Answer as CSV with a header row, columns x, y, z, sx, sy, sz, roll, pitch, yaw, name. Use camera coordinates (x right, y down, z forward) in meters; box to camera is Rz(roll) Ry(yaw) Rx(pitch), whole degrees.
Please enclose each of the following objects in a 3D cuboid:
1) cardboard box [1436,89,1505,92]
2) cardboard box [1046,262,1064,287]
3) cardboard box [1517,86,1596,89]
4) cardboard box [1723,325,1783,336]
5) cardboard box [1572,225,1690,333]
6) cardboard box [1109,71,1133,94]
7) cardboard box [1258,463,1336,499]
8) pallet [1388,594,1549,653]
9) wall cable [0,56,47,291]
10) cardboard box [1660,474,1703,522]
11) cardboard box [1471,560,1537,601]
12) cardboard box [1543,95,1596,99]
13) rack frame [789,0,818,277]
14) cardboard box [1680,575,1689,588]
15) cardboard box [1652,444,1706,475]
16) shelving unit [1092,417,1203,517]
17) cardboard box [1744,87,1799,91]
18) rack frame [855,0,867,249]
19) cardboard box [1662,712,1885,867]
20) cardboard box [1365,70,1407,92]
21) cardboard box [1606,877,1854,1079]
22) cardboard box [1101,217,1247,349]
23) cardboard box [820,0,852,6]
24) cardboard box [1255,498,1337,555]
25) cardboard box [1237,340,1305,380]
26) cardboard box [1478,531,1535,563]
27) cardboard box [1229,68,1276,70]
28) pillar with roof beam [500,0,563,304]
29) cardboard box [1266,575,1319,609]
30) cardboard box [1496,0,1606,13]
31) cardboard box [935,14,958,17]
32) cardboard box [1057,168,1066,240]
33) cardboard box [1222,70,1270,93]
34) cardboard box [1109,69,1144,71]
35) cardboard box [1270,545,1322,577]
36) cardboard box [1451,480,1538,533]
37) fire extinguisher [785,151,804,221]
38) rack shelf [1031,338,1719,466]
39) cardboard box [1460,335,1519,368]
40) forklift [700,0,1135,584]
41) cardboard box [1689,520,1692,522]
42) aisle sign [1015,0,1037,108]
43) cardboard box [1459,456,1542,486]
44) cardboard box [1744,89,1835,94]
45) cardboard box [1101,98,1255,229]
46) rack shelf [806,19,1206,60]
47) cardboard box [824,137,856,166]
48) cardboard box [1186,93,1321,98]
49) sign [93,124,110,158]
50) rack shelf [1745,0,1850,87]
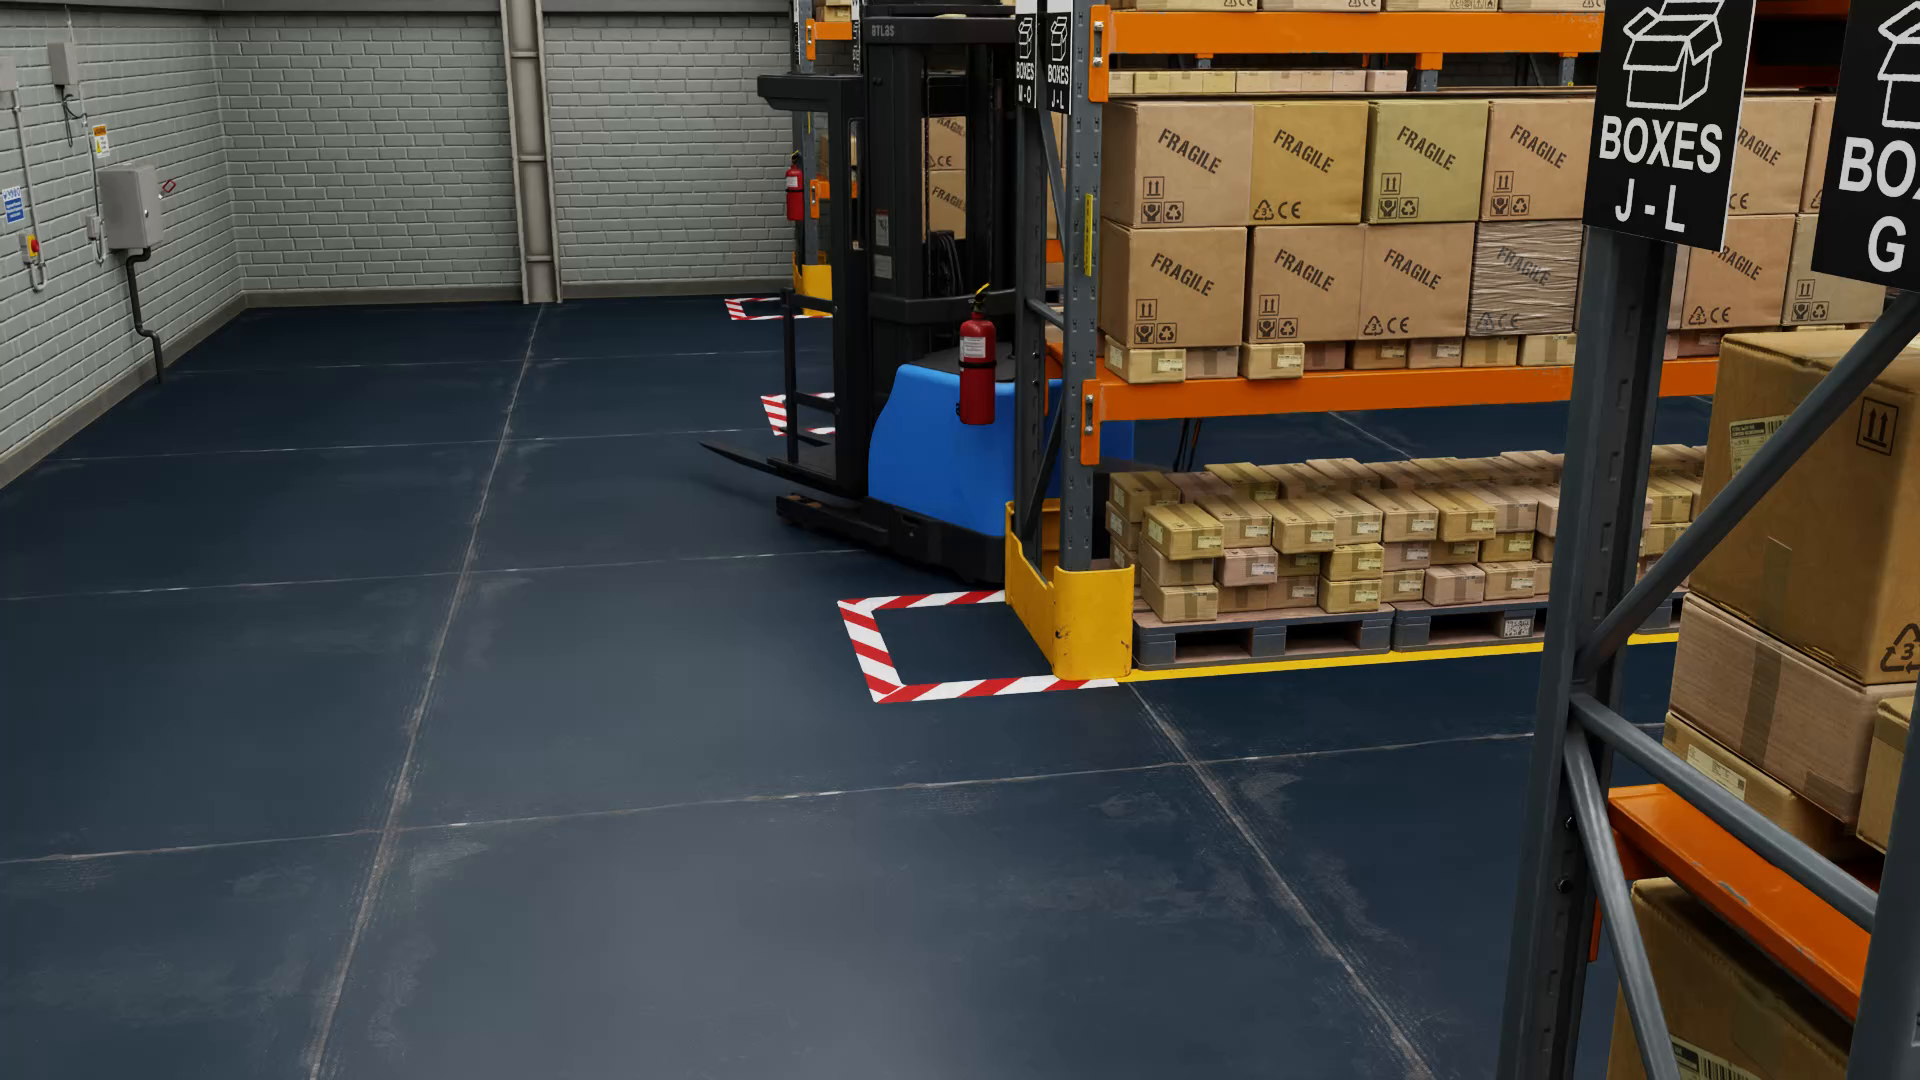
x,y,z,sx,sy,sz,roll,pitch,yaw,name
3.794,-3.097,12.412,0.500,0.500,0.500,-3,17,-10,cardboard box
0.919,-2.944,17.330,0.500,0.500,0.700,-4,18,-13,cardboard box
4.706,-3.306,13.093,0.500,0.500,0.500,-3,17,-9,cardboard box
3.603,-0.961,7.760,0.250,0.149,0.380,-3,17,-8,cardboard box
2.926,-1.234,7.543,0.500,0.500,0.500,-3,17,-11,cardboard box
1.058,-3.250,11.807,0.250,0.149,0.380,-3,17,-10,cardboard box
1.644,-0.255,8.159,0.250,0.149,0.380,-4,18,-13,cardboard box
2.493,0.242,8.166,1.213,0.211,1.003,-3,17,-10,pallet
-6.152,-2.586,10.840,0.123,1.953,0.585,-3,17,-10,wall cable
3.559,-0.194,7.961,0.250,0.149,0.380,-3,17,-11,cardboard box
2.510,0.150,7.855,0.250,0.149,0.380,-3,17,-10,cardboard box
2.924,-1.717,7.413,0.500,0.500,0.500,-3,17,-9,cardboard box
-1.565,-3.837,16.696,0.127,3.000,1.000,-3,17,-10,rack frame
3.507,0.098,8.025,0.250,0.149,0.380,-4,17,-12,cardboard box
3.686,-0.373,8.543,0.250,0.149,0.380,-2,17,-8,cardboard box
0.971,-0.823,8.340,0.503,2.100,0.431,10,16,-3,shelving unit
6.274,-3.243,12.887,0.500,0.500,0.500,-3,17,-9,cardboard box
-0.620,-2.407,12.038,0.127,3.000,1.000,-3,17,-10,rack frame
1.547,0.456,3.148,0.250,0.149,0.380,-3,17,-9,cardboard box
3.065,-3.356,12.152,0.250,0.149,0.380,-4,17,-12,cardboard box
1.873,1.206,3.178,0.875,0.875,0.875,-3,17,-10,cardboard box
0.911,-1.121,7.174,0.500,0.500,0.500,-2,17,-8,cardboard box
-1.078,-5.288,16.058,0.500,0.250,0.500,-3,17,-11,cardboard box
1.517,-0.066,7.545,0.250,0.149,0.380,-3,17,-11,cardboard box
1.315,-0.814,7.282,0.250,0.149,0.380,-4,17,-12,cardboard box
2.525,-0.023,7.912,0.250,0.149,0.380,-2,17,-8,cardboard box
2.201,-3.481,12.558,0.250,0.149,0.380,-3,17,-11,cardboard box
-3.567,-5.574,12.132,0.400,9.000,9.100,-3,17,-10,pillar with roof beam
1.477,0.186,7.738,0.250,0.149,0.380,-3,17,-10,cardboard box
2.437,-2.385,7.114,0.500,0.250,0.500,-3,17,-11,cardboard box
-0.181,-5.134,16.238,0.250,0.149,0.380,-3,17,-11,cardboard box
0.900,-2.458,12.034,0.500,0.500,0.500,-3,17,-11,cardboard box
2.055,-3.318,12.028,0.250,0.149,0.380,-3,17,-11,cardboard box
1.198,-3.416,12.347,0.250,0.149,0.380,-3,17,-9,cardboard box
1.484,0.041,7.702,0.250,0.149,0.380,-3,17,-10,cardboard box
2.514,-0.159,7.849,0.250,0.149,0.380,-3,17,-10,cardboard box
-1.622,-3.481,16.302,0.183,0.674,0.296,-3,17,-10,fire extinguisher
2.382,-0.753,7.879,4.000,0.370,1.077,-3,17,-10,rack shelf
2.320,-0.890,7.529,0.250,0.149,0.380,-3,17,-8,cardboard box
-0.410,-1.539,9.330,1.130,2.935,3.031,-14,22,-39,forklift
3.573,-0.040,7.968,0.250,0.149,0.380,-4,17,-12,cardboard box
0.290,-2.310,7.297,0.004,0.787,0.394,-3,17,-10,aisle sign
2.678,-0.294,8.286,0.250,0.149,0.380,-4,18,-13,cardboard box
3.856,-1.921,8.078,0.500,0.500,0.500,-3,17,-9,cardboard box
0.909,-1.602,7.038,0.500,0.500,0.500,-3,17,-11,cardboard box
0.398,-5.039,16.724,4.000,0.370,1.077,-3,17,-10,rack shelf
-1.069,-3.855,16.504,0.500,0.250,0.500,-3,17,-10,cardboard box
1.318,-1.779,7.614,0.500,0.500,0.500,-4,17,-12,cardboard box
-6.600,-3.067,12.781,0.001,0.242,0.339,-3,17,-10,sign
3.224,-0.751,2.765,4.000,0.370,1.077,-3,17,-10,rack shelf
